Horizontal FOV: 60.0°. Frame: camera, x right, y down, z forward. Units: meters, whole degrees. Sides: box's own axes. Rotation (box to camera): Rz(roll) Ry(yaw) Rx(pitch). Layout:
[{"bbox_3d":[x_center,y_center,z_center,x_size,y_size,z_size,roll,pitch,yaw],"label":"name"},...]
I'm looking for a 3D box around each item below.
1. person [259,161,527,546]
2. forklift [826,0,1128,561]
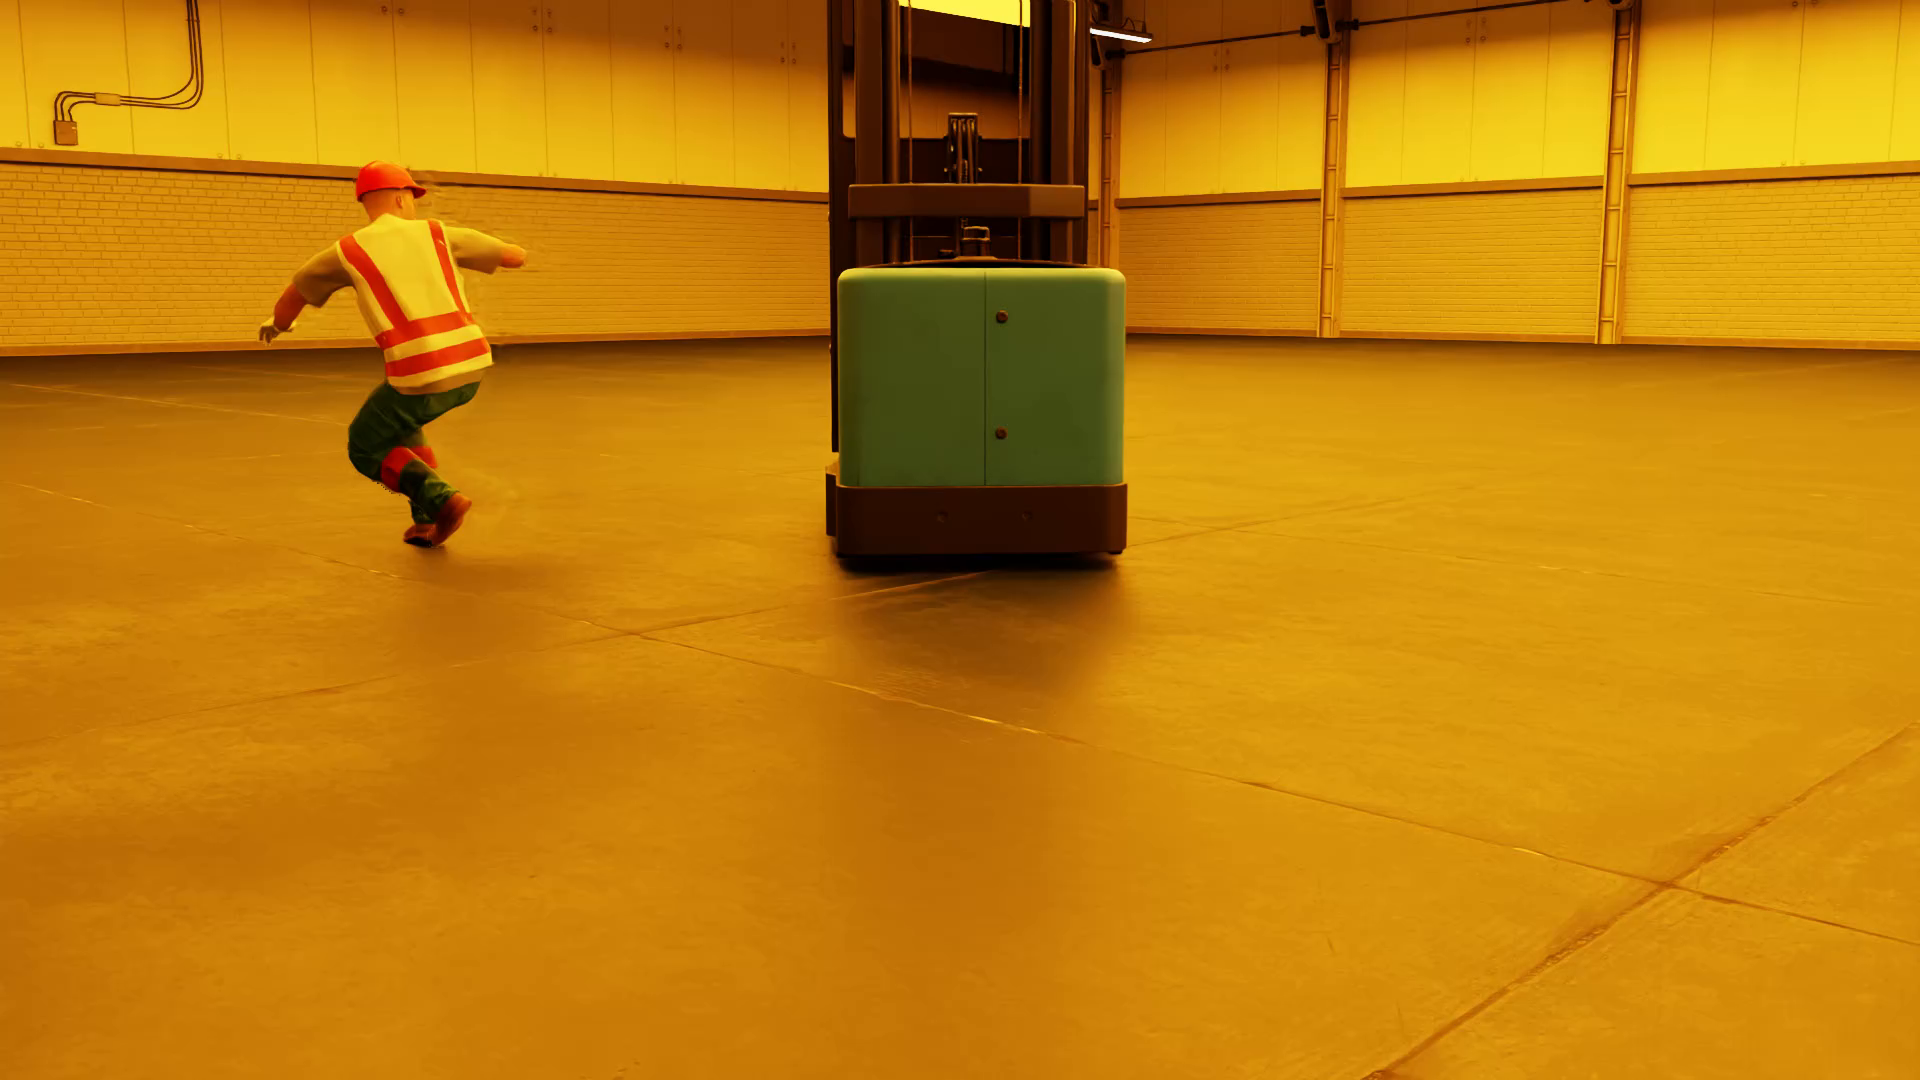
[{"bbox_3d":[-2.195,-0.715,6.491,1.021,1.483,0.788,7,11,38],"label":"person"},{"bbox_3d":[-0.026,-1.554,7.197,1.130,2.935,3.031,-1,9,-4],"label":"forklift"}]
